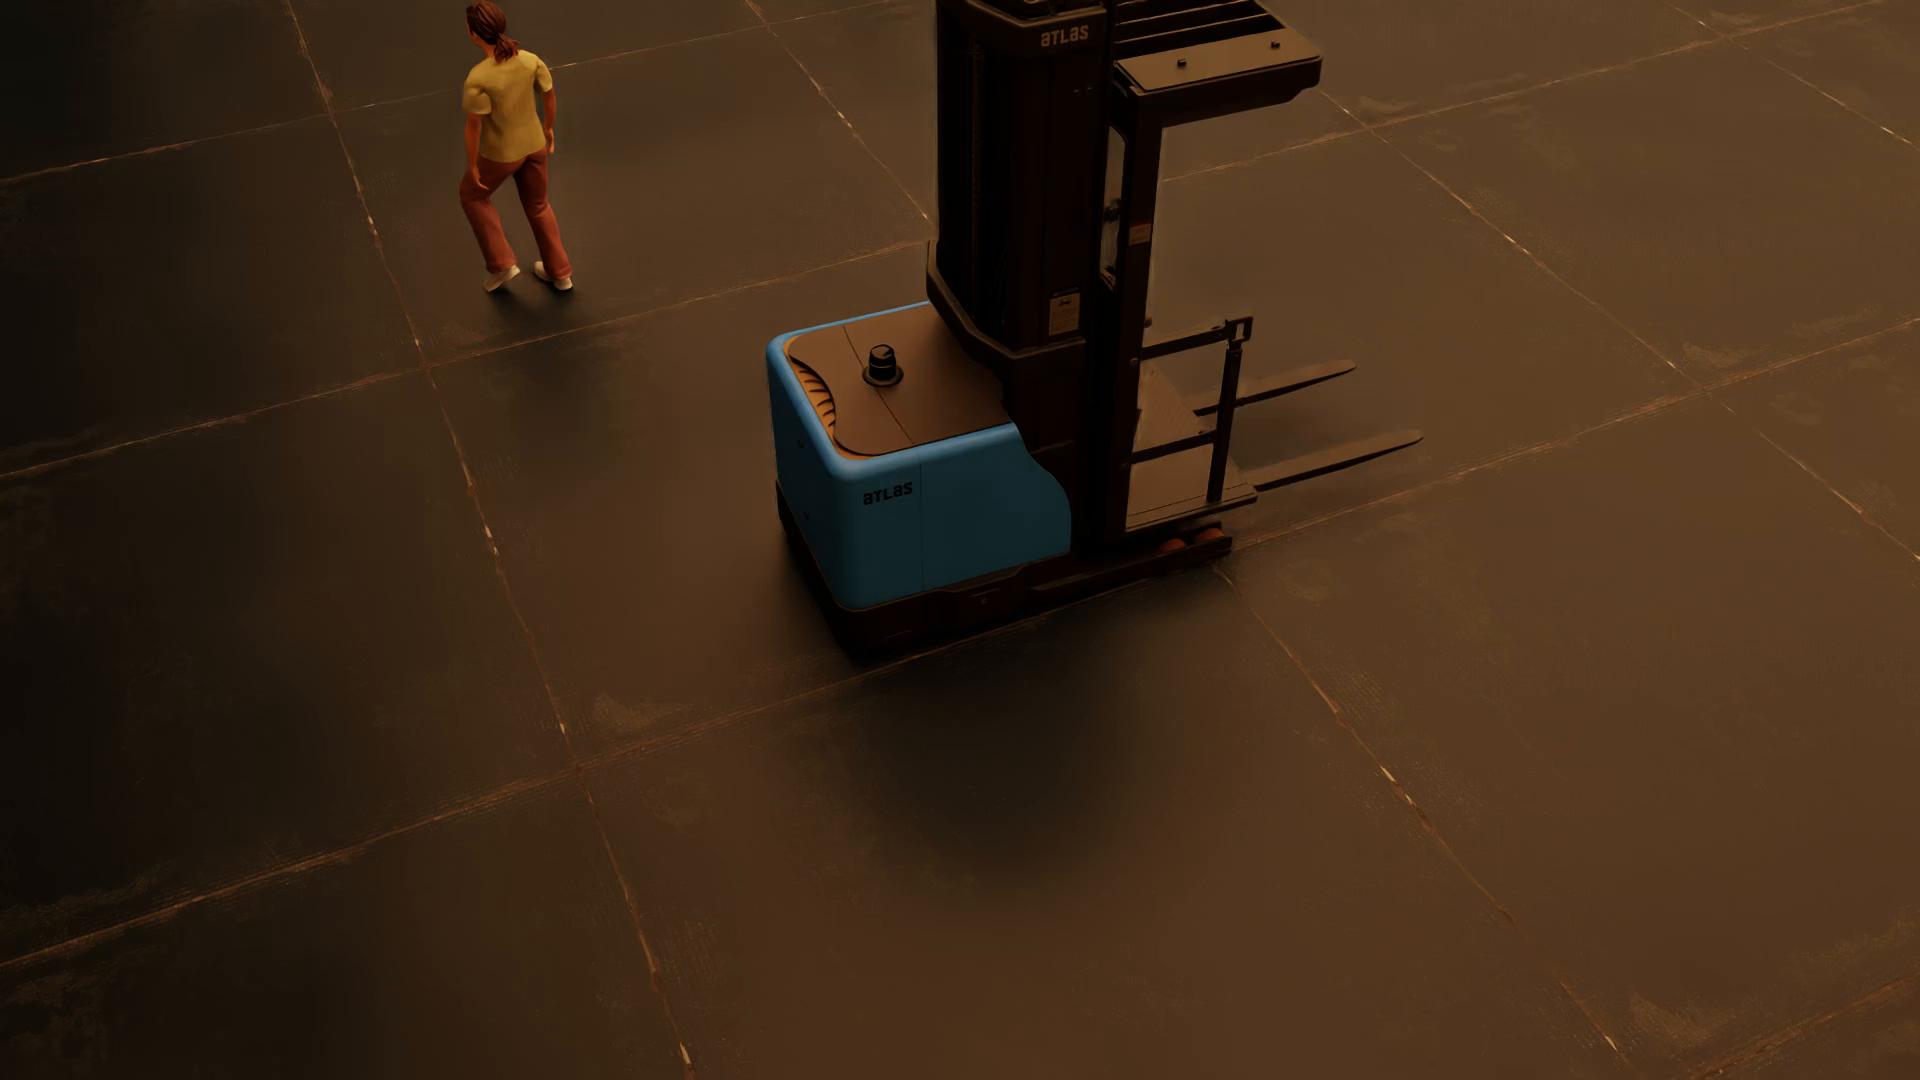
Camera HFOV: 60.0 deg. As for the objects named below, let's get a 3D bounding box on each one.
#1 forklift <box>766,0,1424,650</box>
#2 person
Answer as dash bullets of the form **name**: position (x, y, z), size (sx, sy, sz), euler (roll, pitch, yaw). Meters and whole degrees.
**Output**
- **forklift**: position (0.715, -1.235, 7.004), size (3.031, 2.935, 1.130), euler (-15, 45, -16)
- **person**: position (-2.407, -2.073, 8.865), size (0.489, 1.688, 0.569), euler (33, 52, 30)
